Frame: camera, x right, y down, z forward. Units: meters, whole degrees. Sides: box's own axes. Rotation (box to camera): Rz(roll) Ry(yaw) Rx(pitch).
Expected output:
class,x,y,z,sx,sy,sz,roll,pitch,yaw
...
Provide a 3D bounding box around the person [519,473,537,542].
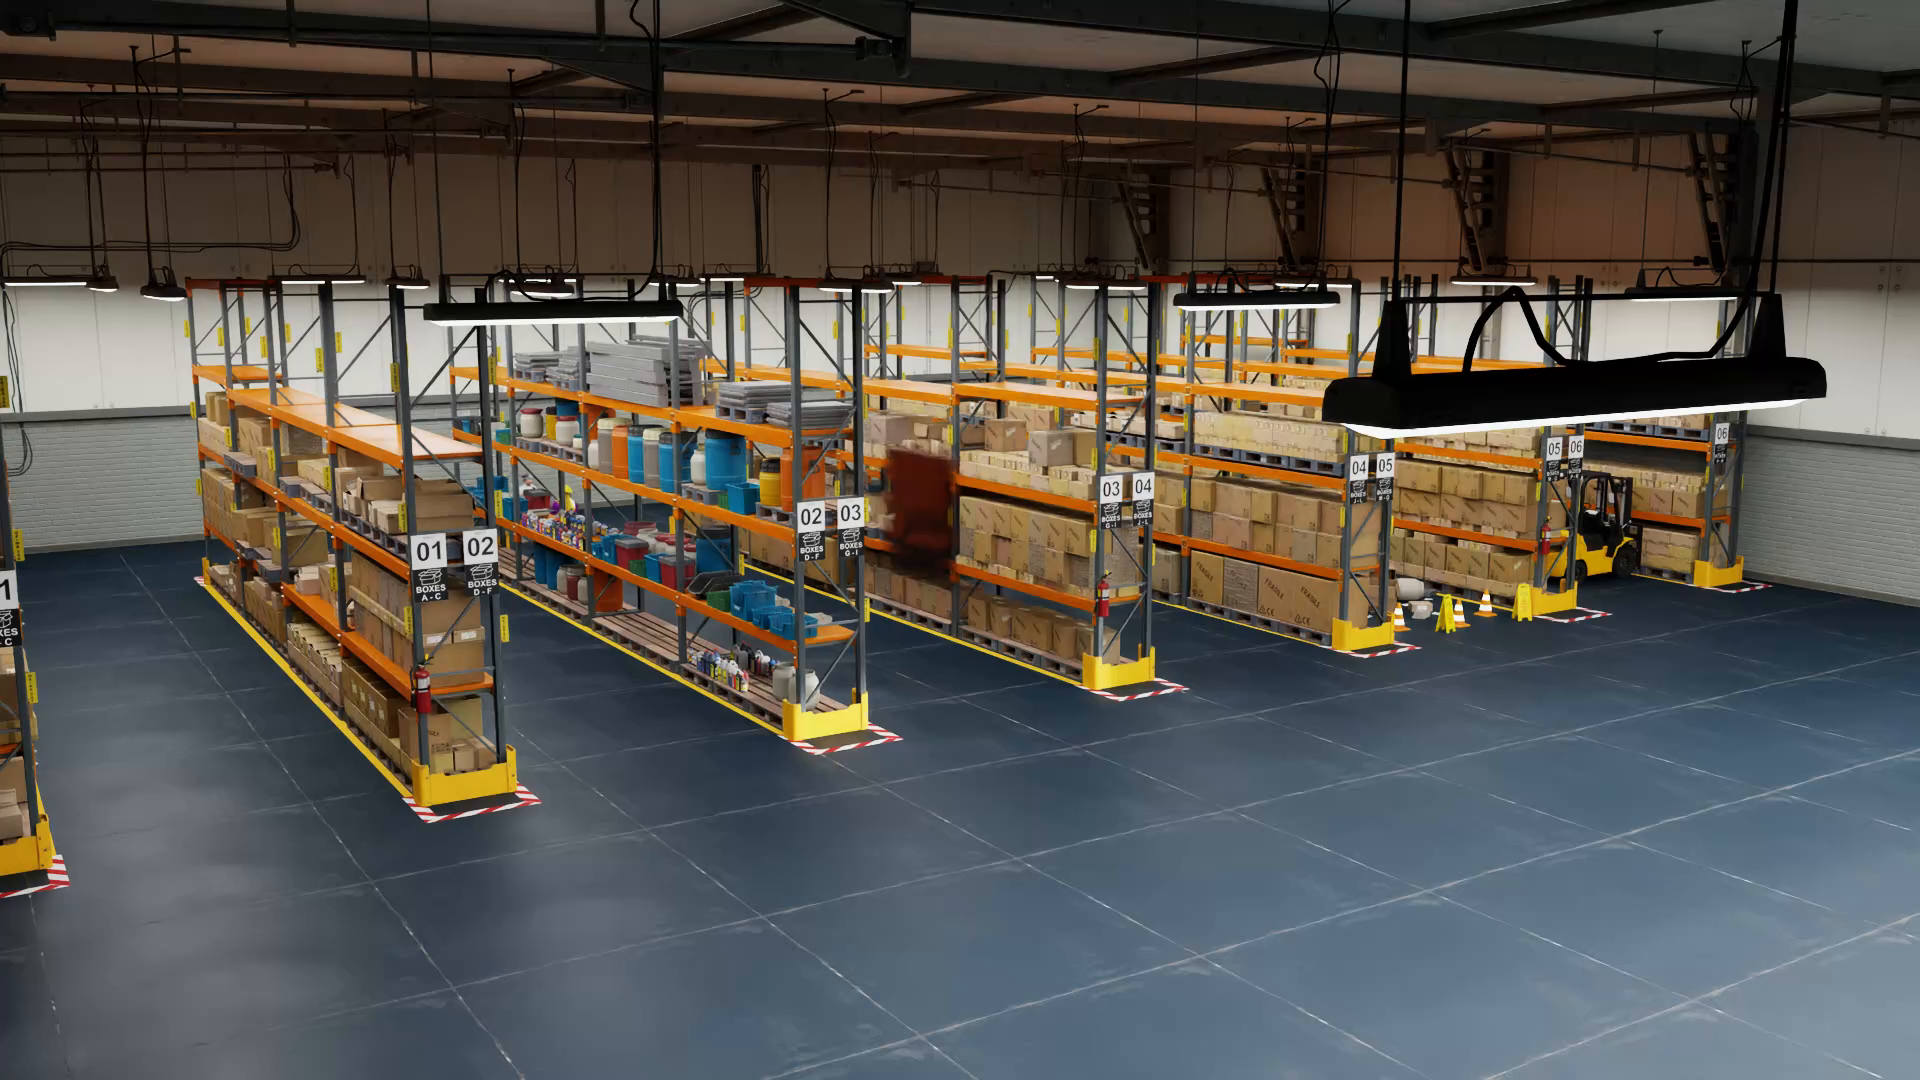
class,x,y,z,sx,sy,sz,roll,pitch,yaw
person,-9.656,-0.730,37.169,0.830,1.569,0.540,8,12,38

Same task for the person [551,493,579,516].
class,x,y,z,sx,sy,sz,roll,pitch,yaw
person,-8.115,-0.255,34.356,1.113,1.660,0.606,8,13,41

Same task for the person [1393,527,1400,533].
class,x,y,z,sx,sy,sz,roll,pitch,yaw
person,9.341,-0.379,35.822,0.507,1.360,0.454,-5,11,-26
